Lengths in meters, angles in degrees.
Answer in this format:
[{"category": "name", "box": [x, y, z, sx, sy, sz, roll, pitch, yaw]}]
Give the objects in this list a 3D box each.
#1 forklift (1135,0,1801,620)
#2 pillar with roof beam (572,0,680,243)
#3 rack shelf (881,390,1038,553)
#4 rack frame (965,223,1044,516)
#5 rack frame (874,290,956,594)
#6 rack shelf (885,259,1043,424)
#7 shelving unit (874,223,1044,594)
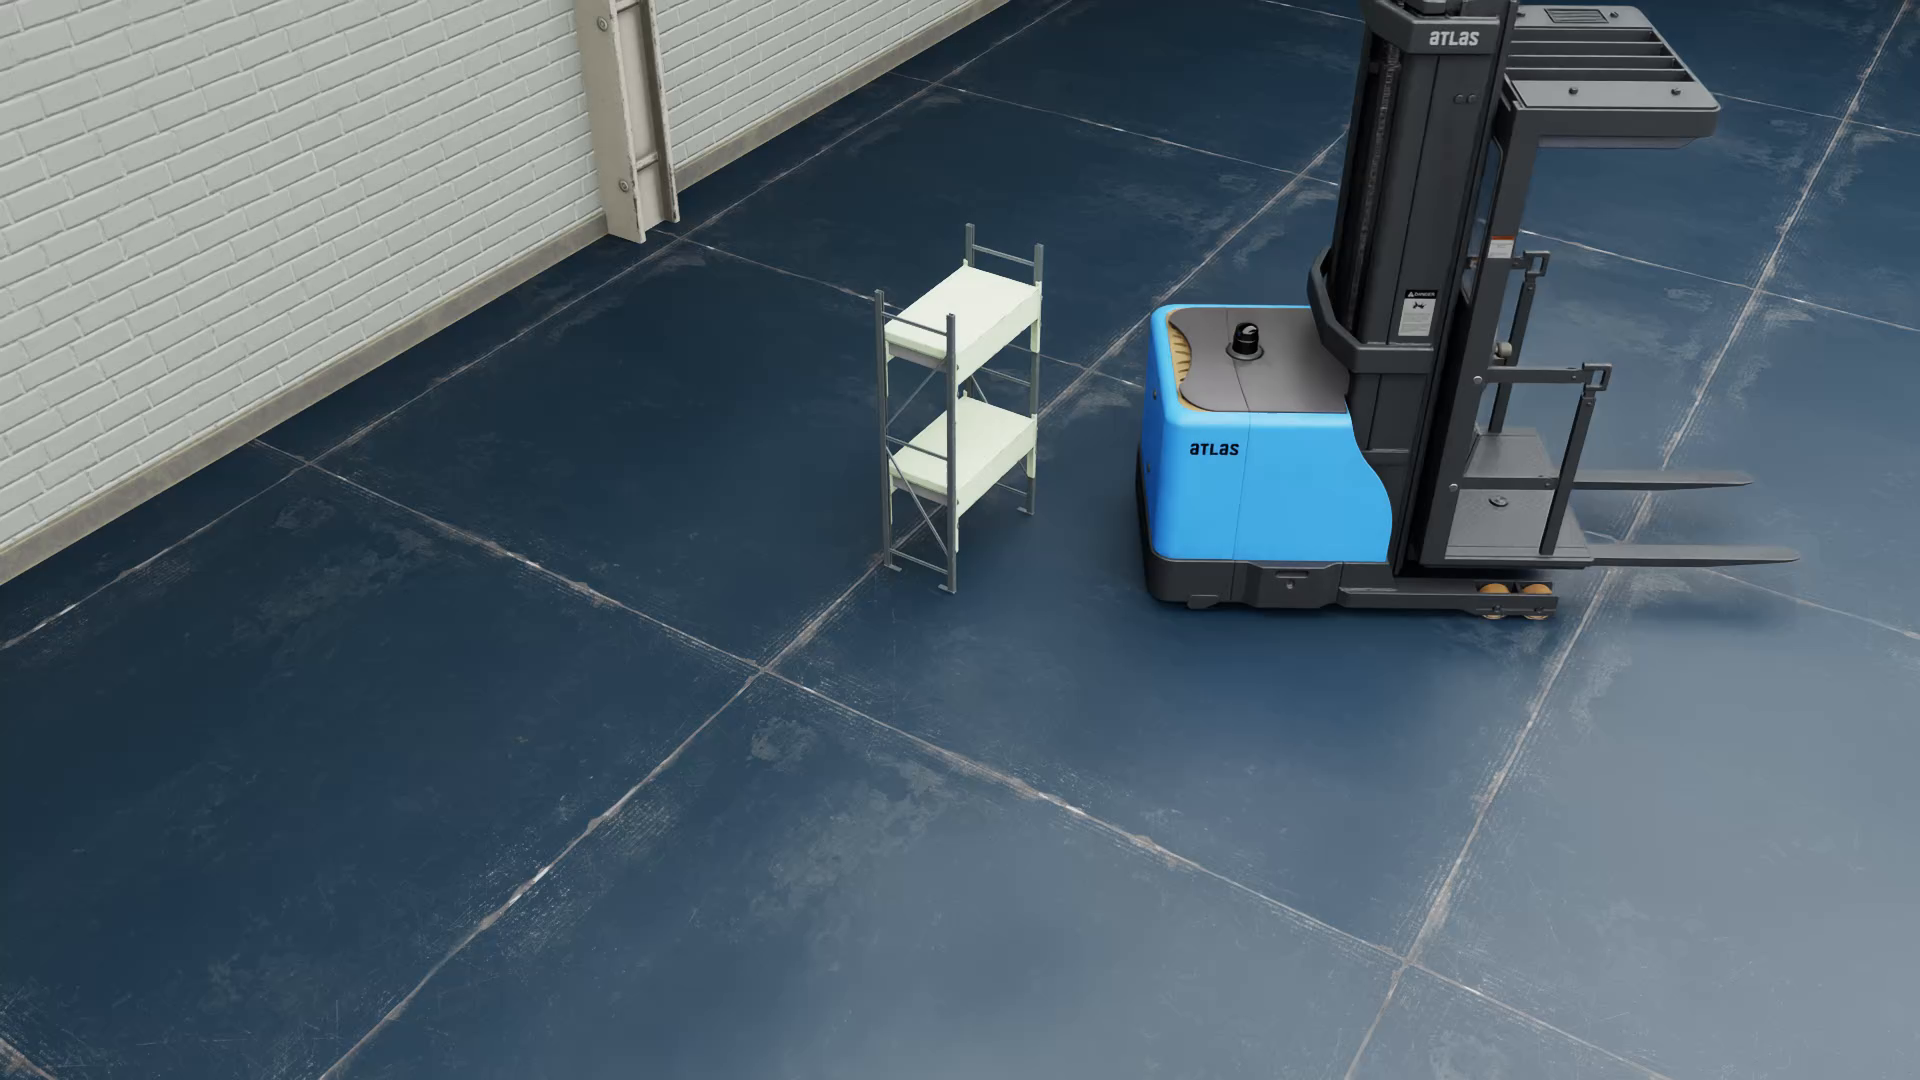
[{"category": "forklift", "box": [2.396, -1.121, 7.243, 3.031, 2.935, 1.130, 1, 38, 1]}, {"category": "pillar with roof beam", "box": [1.566, -4.207, 6.276, 9.100, 9.000, 0.400, 21, 42, 25]}, {"category": "rack shelf", "box": [0.004, -0.339, 7.935, 0.431, 0.370, 0.720, 21, 42, 25]}, {"category": "rack frame", "box": [0.200, -0.786, 7.981, 0.400, 1.500, 0.023, 21, 42, 25]}, {"category": "rack frame", "box": [-0.193, -0.409, 7.491, 0.400, 1.500, 0.023, 21, 42, 25]}, {"category": "rack shelf", "box": [0.004, -0.907, 7.498, 0.431, 0.370, 0.720, 21, 42, 25]}, {"category": "shelving unit", "box": [0.004, -0.597, 7.736, 0.431, 1.500, 0.755, 21, 42, 25]}]
